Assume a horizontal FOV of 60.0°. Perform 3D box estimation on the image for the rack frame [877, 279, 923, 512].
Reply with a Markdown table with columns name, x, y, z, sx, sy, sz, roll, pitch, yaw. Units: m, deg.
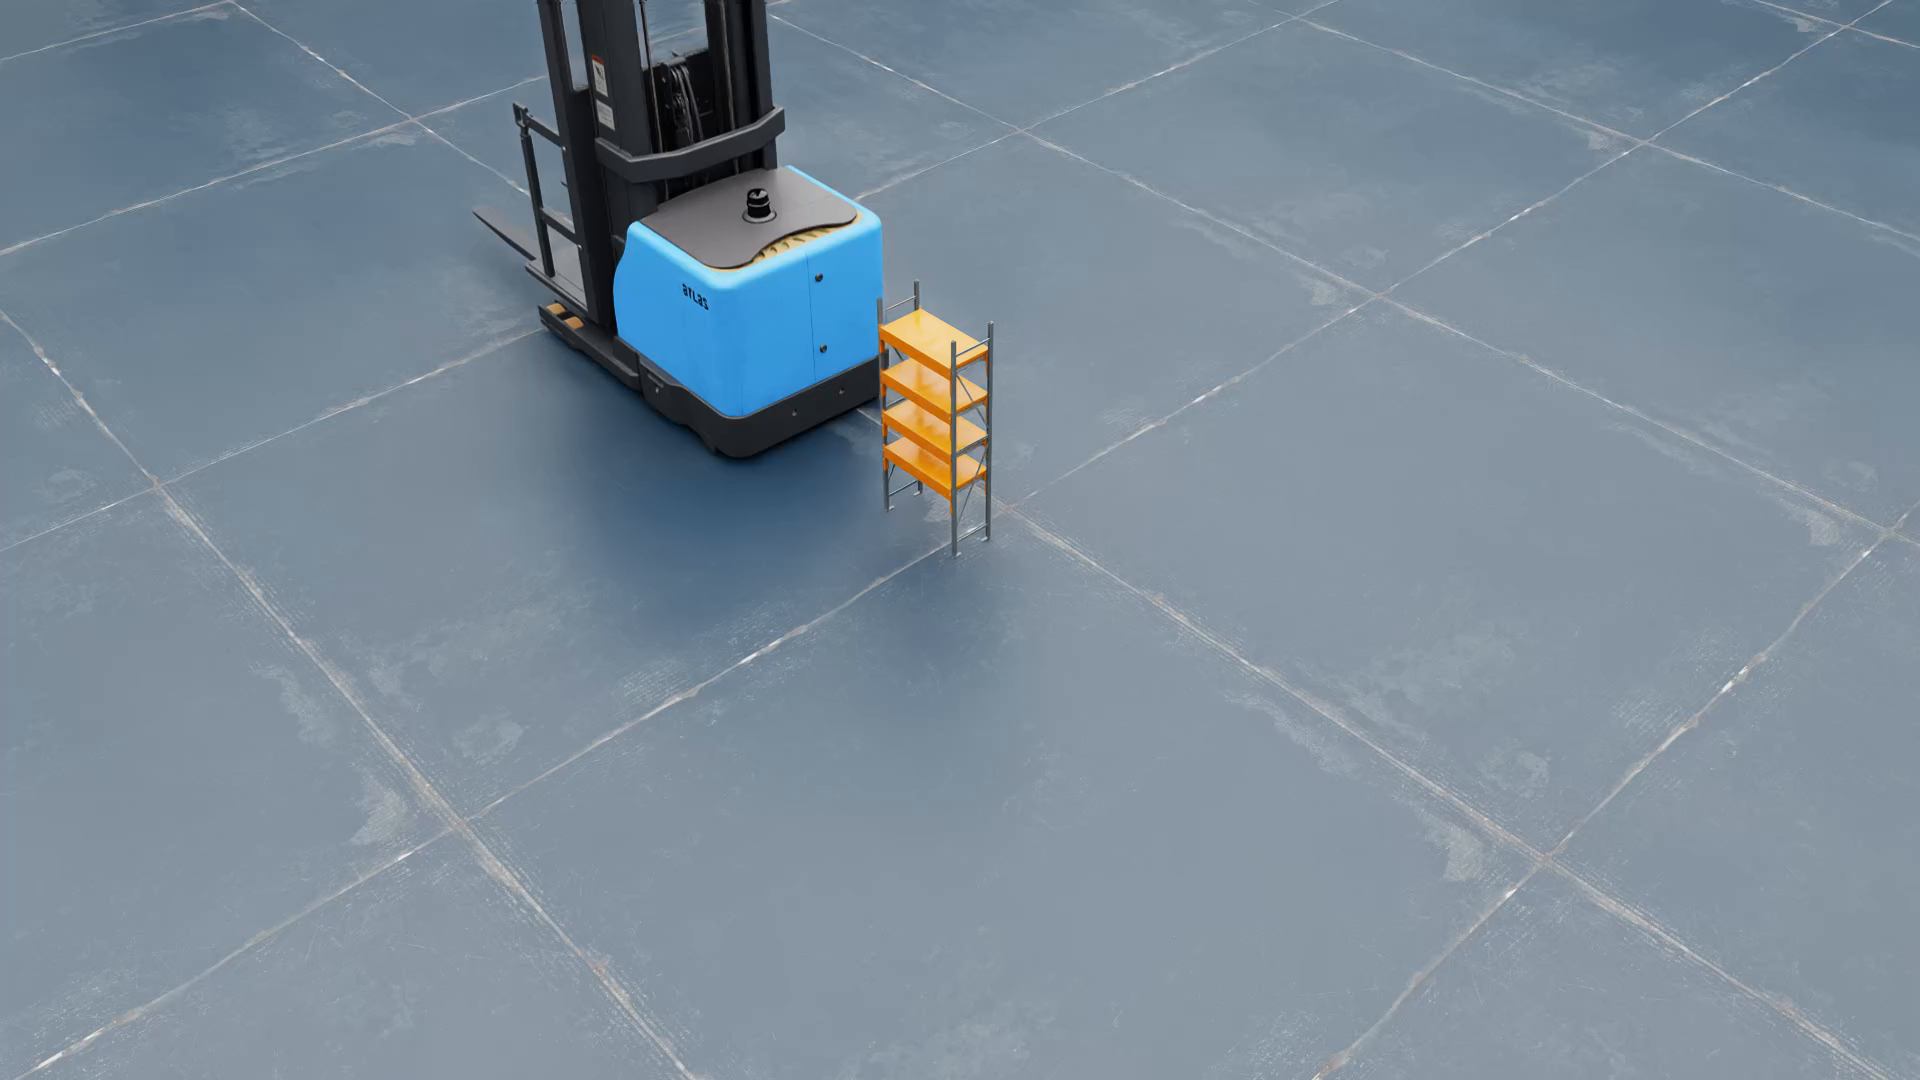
| name | x | y | z | sx | sy | sz | roll | pitch | yaw |
| --- | --- | --- | --- | --- | --- | --- | --- | --- | --- |
| rack frame | -0.277 | -0.656 | 7.816 | 0.240 | 1.200 | 0.015 | -30 | 48 | -32 |

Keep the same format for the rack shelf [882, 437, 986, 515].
| name | x | y | z | sx | sy | sz | roll | pitch | yaw |
| --- | --- | --- | --- | --- | --- | --- | --- | --- | --- |
| rack shelf | -0.112 | -0.337 | 7.843 | 0.258 | 0.148 | 0.480 | -30 | 48 | -32 |

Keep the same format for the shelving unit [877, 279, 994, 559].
| name | x | y | z | sx | sy | sz | roll | pitch | yaw |
| --- | --- | --- | --- | --- | --- | --- | --- | --- | --- |
| shelving unit | -0.112 | -0.543 | 7.676 | 0.258 | 1.200 | 0.503 | -30 | 48 | -32 |

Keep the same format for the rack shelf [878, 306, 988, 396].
| name | x | y | z | sx | sy | sz | roll | pitch | yaw |
| --- | --- | --- | --- | --- | --- | --- | --- | --- | --- |
| rack shelf | -0.112 | -0.849 | 7.429 | 0.258 | 0.148 | 0.480 | -30 | 48 | -32 |

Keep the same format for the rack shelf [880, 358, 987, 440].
| name | x | y | z | sx | sy | sz | roll | pitch | yaw |
| --- | --- | --- | --- | --- | --- | --- | --- | --- | --- |
| rack shelf | -0.112 | -0.665 | 7.577 | 0.258 | 0.148 | 0.480 | -30 | 48 | -32 |

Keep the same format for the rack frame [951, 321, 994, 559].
| name | x | y | z | sx | sy | sz | roll | pitch | yaw |
| --- | --- | --- | --- | --- | --- | --- | --- | --- | --- |
| rack frame | 0.053 | -0.430 | 7.536 | 0.240 | 1.200 | 0.015 | -30 | 48 | -32 |

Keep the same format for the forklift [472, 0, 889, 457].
| name | x | y | z | sx | sy | sz | roll | pitch | yaw |
| --- | --- | --- | --- | --- | --- | --- | --- | --- | --- |
| forklift | -1.721 | -2.404 | 8.602 | 1.130 | 2.935 | 3.031 | -29 | 47 | -31 |

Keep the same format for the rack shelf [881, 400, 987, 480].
| name | x | y | z | sx | sy | sz | roll | pitch | yaw |
| --- | --- | --- | --- | --- | --- | --- | --- | --- | --- |
| rack shelf | -0.112 | -0.491 | 7.718 | 0.258 | 0.148 | 0.480 | -30 | 48 | -32 |
